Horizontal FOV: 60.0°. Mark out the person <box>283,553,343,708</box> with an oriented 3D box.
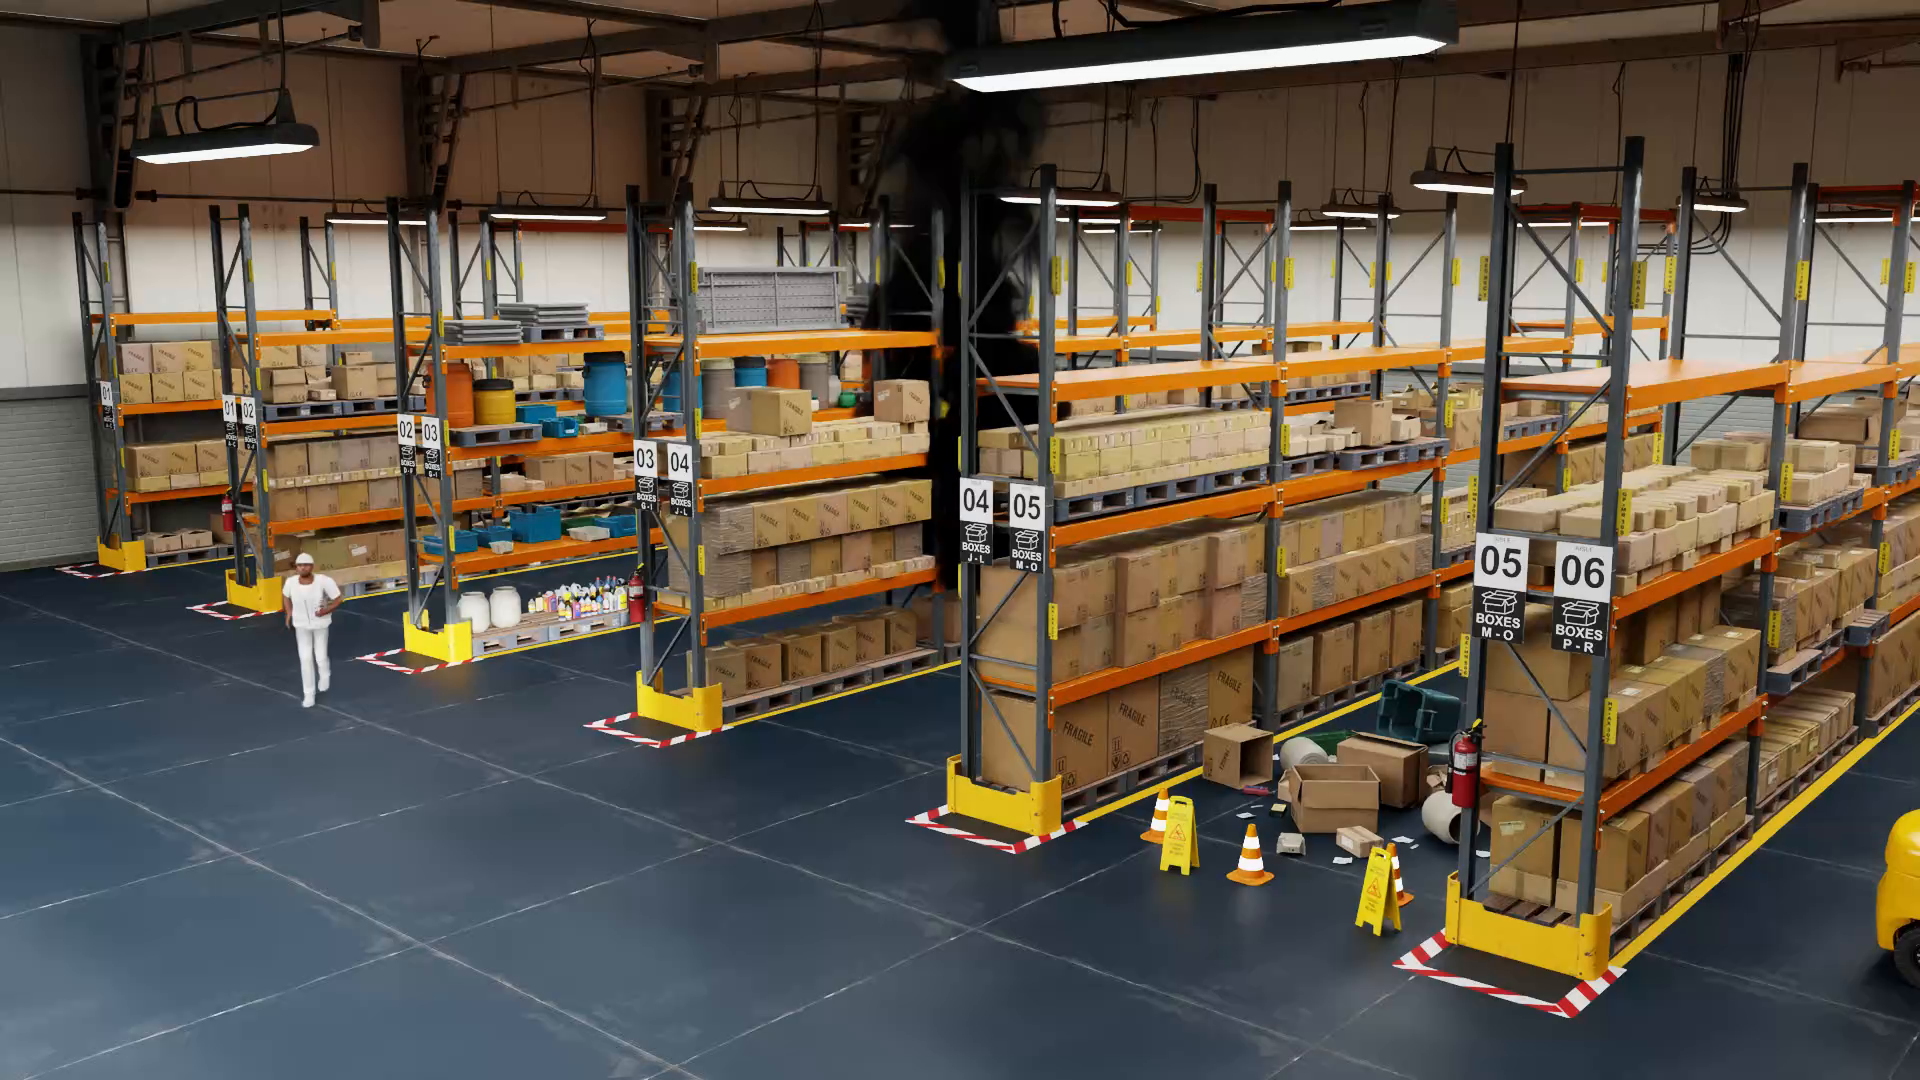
[{"bbox_3d":[-7.648,1.014,19.666,0.692,1.762,0.926,-2,10,-12],"label":"person"}]
